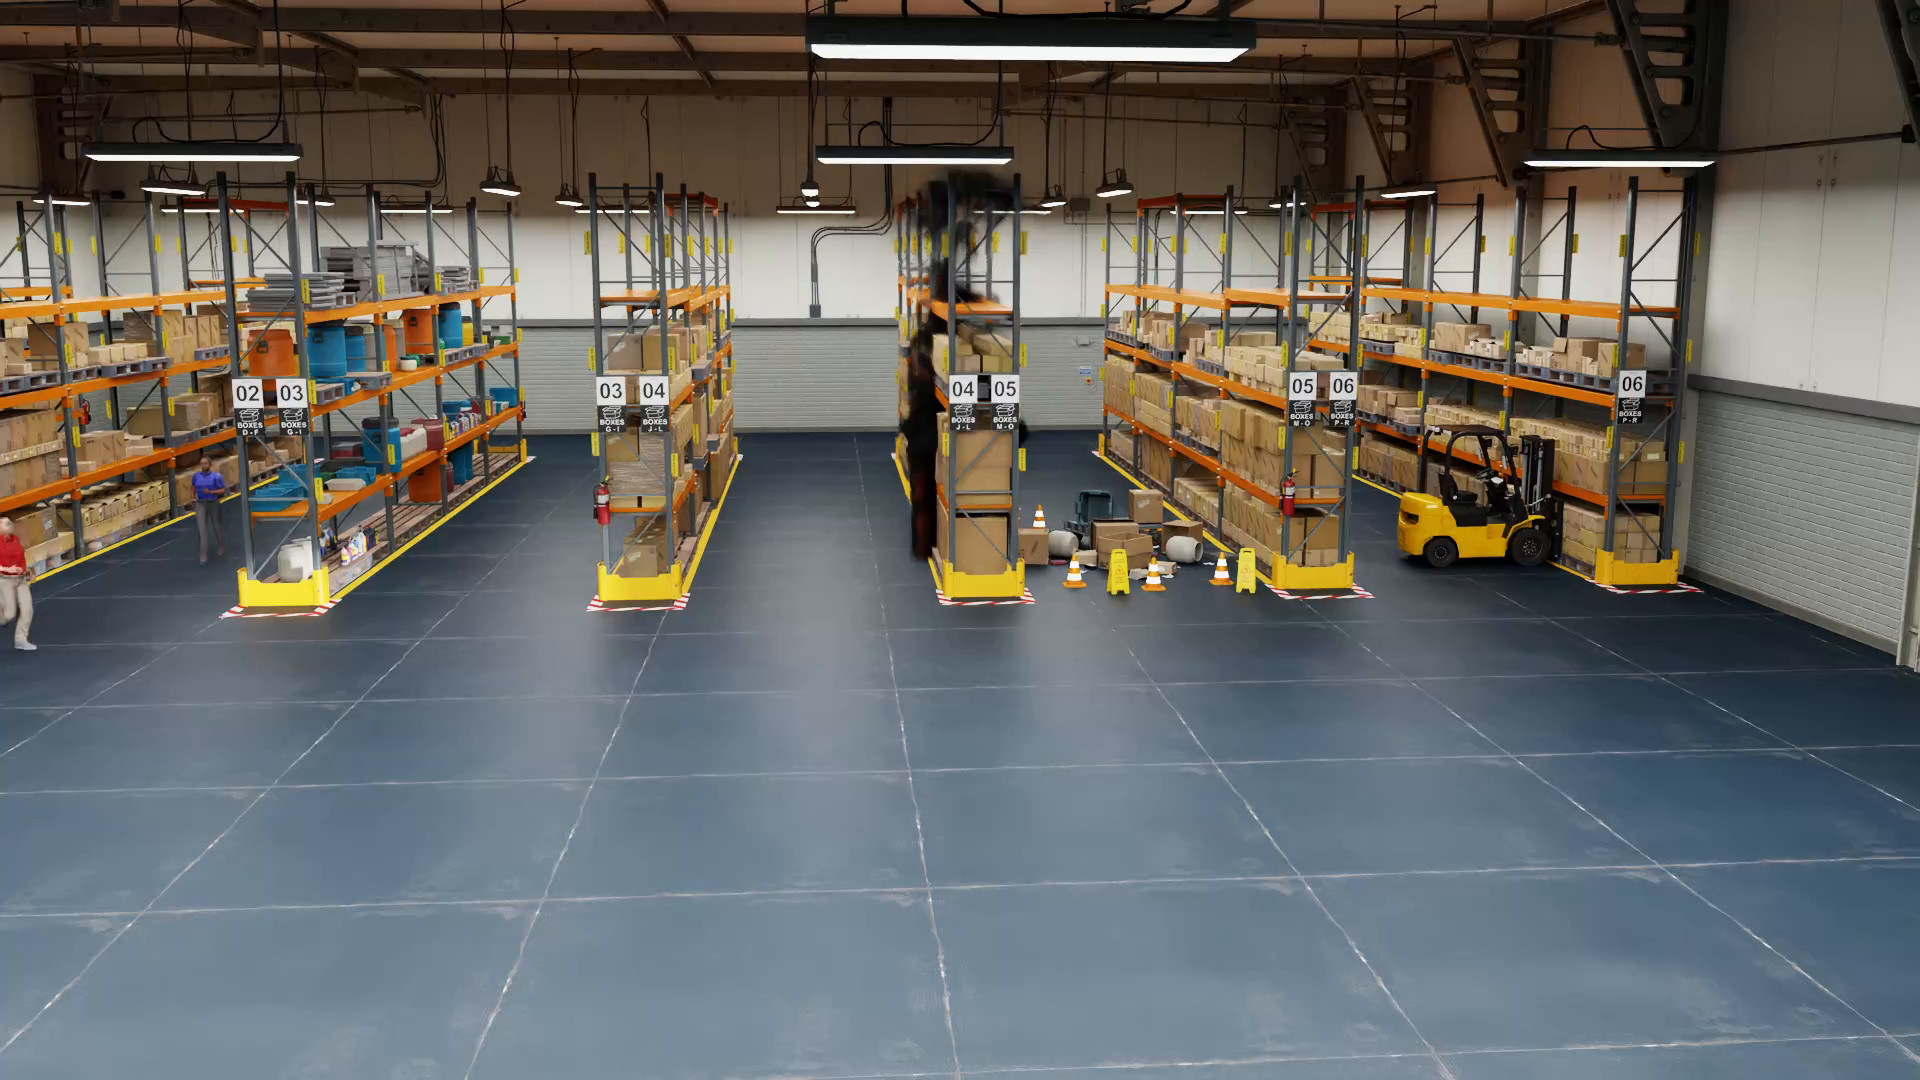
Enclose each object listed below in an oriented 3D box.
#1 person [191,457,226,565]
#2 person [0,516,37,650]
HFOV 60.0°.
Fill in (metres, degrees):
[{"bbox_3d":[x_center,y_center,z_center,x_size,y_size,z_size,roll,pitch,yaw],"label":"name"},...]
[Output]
[{"bbox_3d":[-12.059,-0.497,26.692,0.566,1.656,0.890,-2,10,-13],"label":"person"},{"bbox_3d":[-11.920,0.537,20.790,0.752,1.687,0.664,2,10,13],"label":"person"}]
